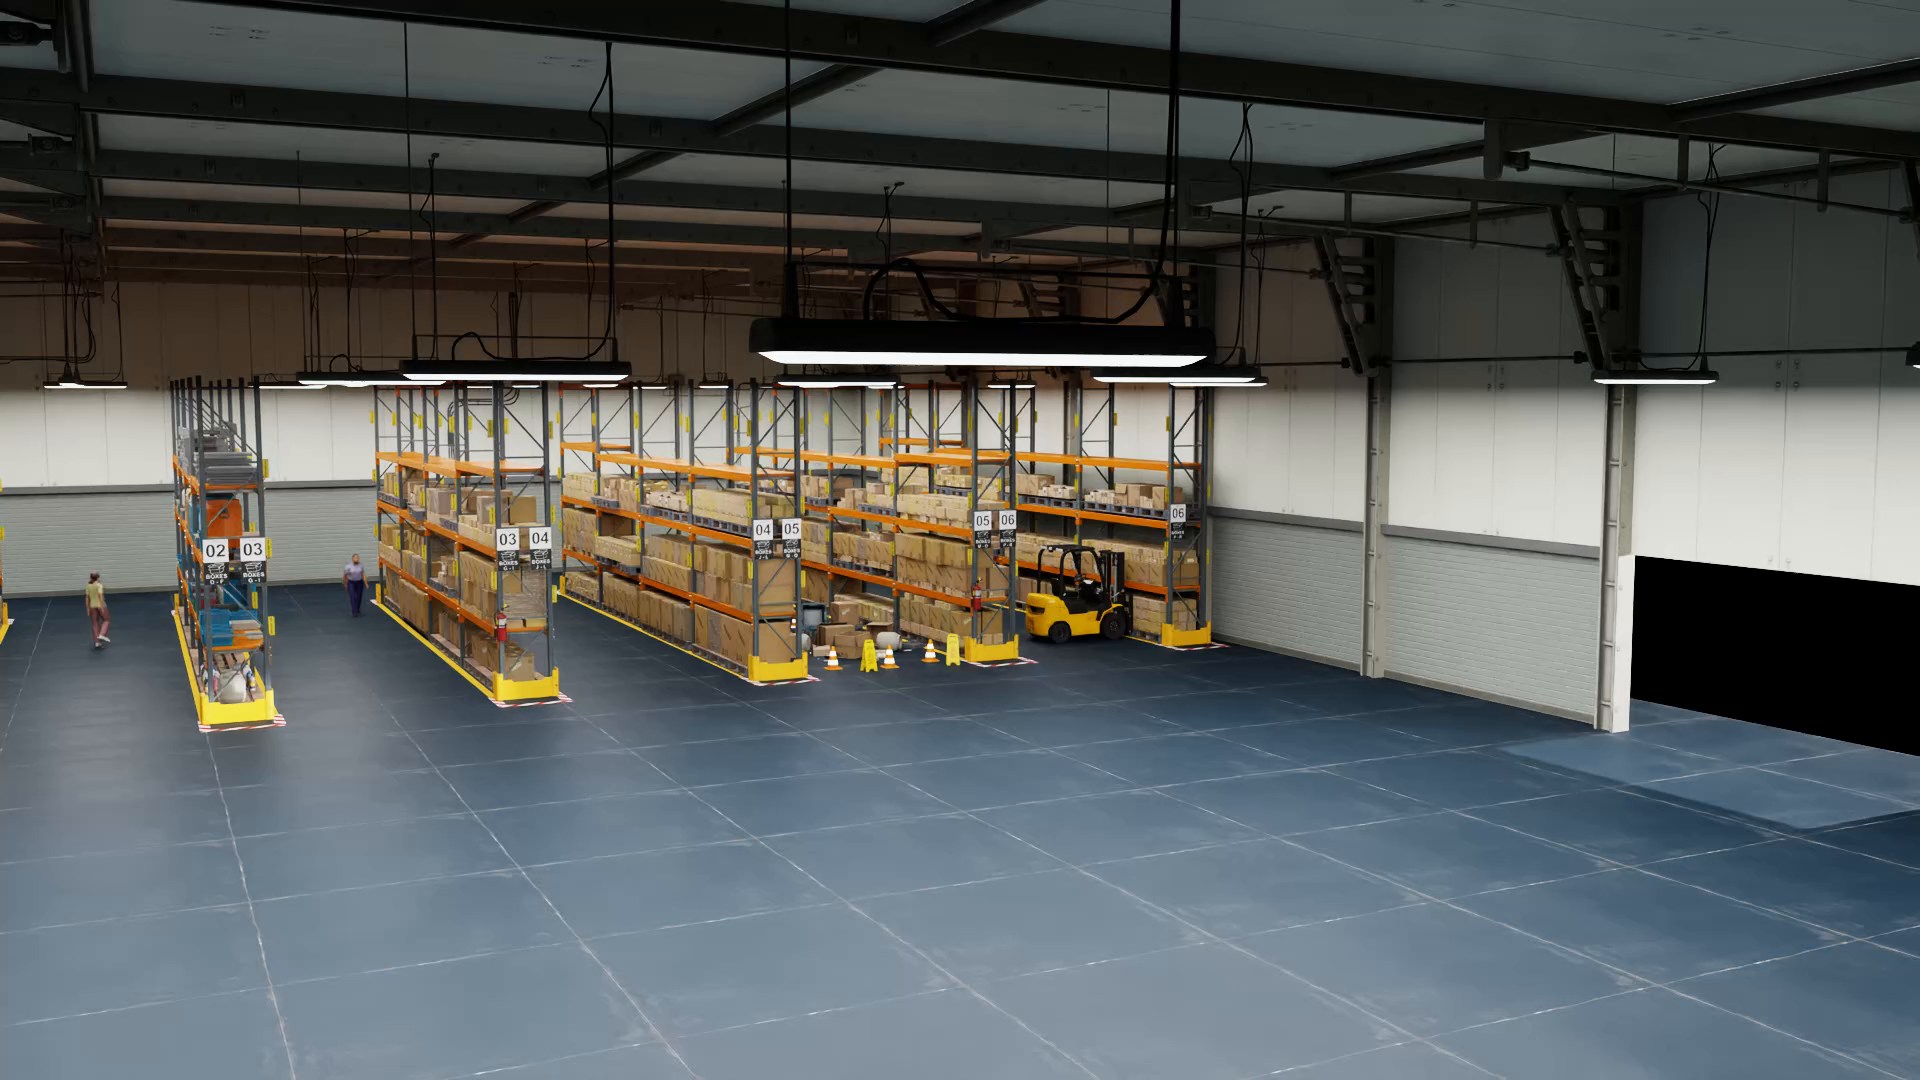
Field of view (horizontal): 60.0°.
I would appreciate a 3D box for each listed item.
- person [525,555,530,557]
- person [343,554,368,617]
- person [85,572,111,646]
[{"bbox_3d":[-12.358,0.706,47.299,0.462,1.596,1.014,-1,5,-12],"label":"person"},{"bbox_3d":[-15.443,1.139,42.472,0.580,1.585,1.034,-3,6,-28],"label":"person"},{"bbox_3d":[-19.451,1.553,37.492,0.503,1.657,0.457,-1,5,-13],"label":"person"}]
